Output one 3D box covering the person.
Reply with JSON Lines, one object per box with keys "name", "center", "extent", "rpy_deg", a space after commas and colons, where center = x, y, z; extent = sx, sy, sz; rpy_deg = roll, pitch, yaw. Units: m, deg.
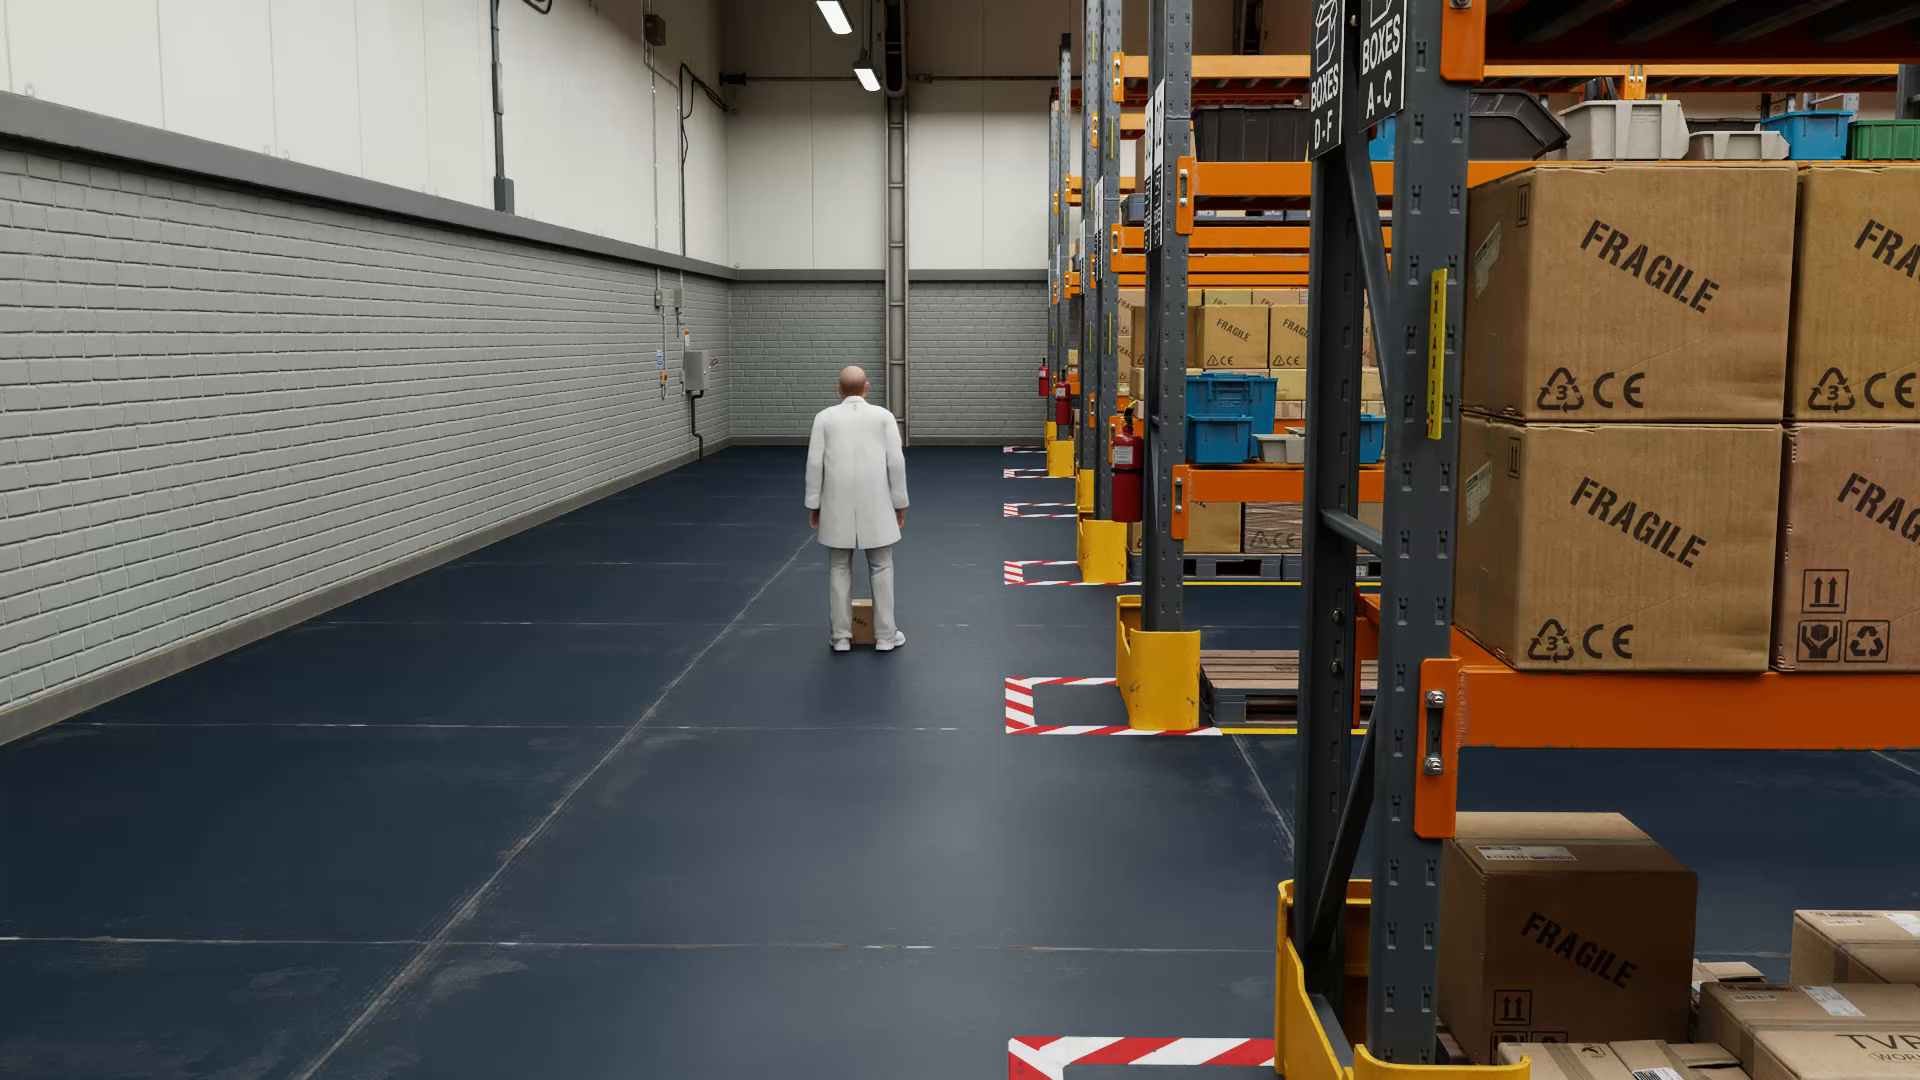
{"name": "person", "center": [-0.646, -0.198, 10.423], "extent": [0.654, 1.774, 0.415], "rpy_deg": [0, 7, 0]}
